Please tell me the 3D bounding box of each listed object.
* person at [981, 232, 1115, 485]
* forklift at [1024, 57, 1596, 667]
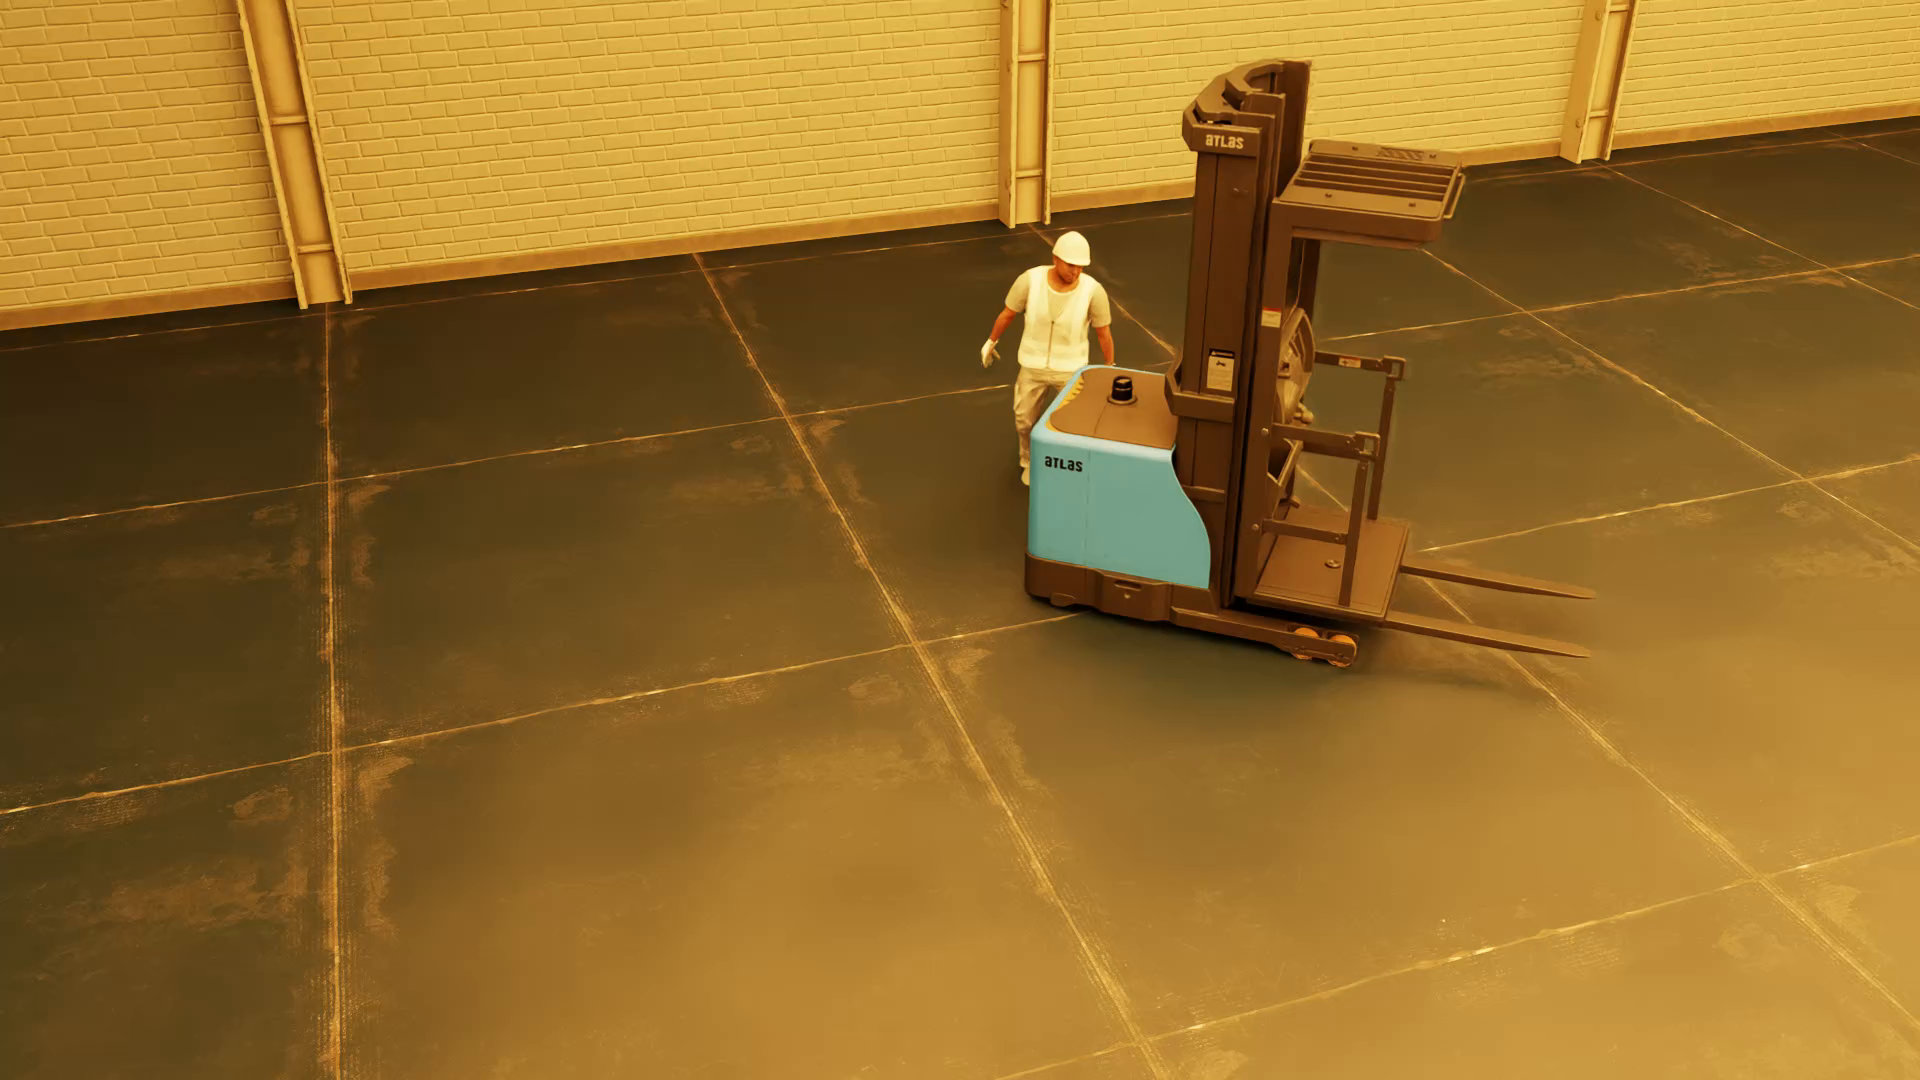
[{"bbox_3d":[0.563,-1.087,10.241,0.907,1.754,0.484,7,31,12],"label":"person"},{"bbox_3d":[1.937,-0.895,8.643,3.031,2.935,1.130,10,32,18],"label":"forklift"}]
